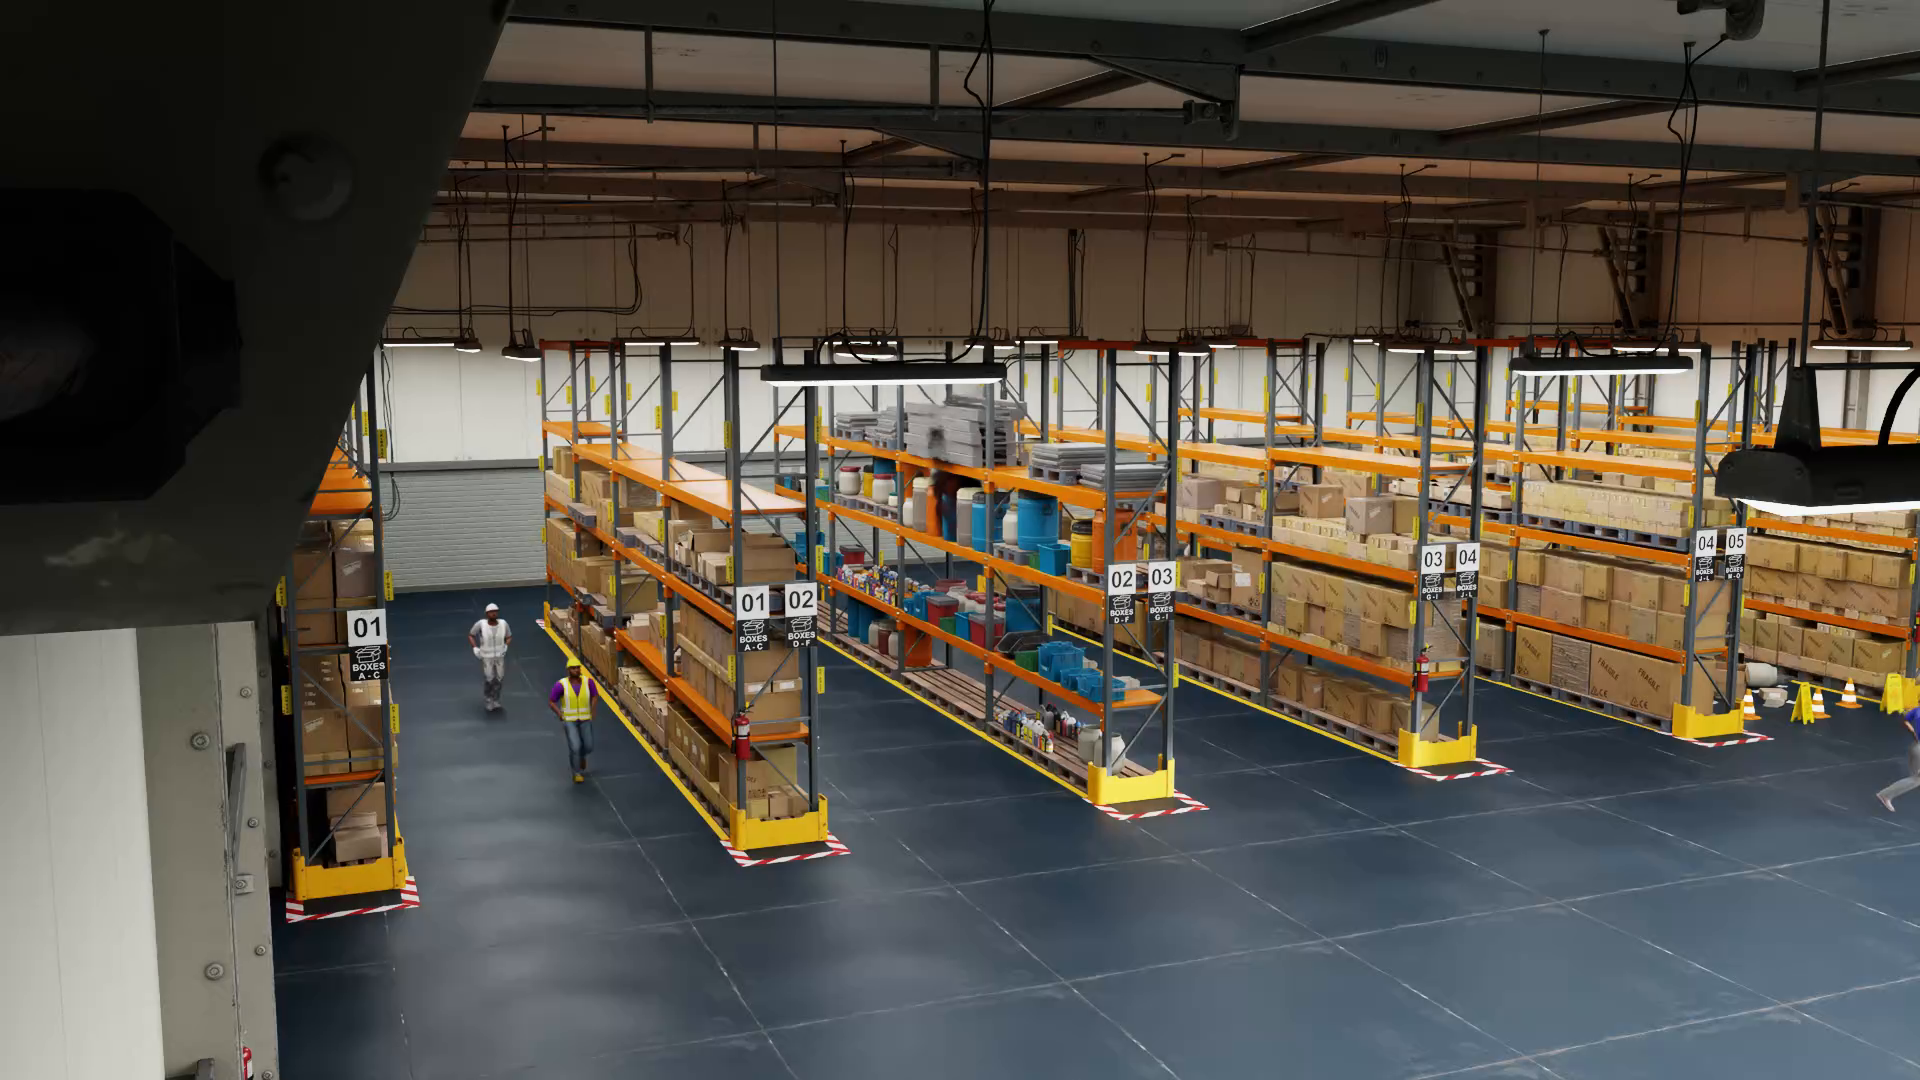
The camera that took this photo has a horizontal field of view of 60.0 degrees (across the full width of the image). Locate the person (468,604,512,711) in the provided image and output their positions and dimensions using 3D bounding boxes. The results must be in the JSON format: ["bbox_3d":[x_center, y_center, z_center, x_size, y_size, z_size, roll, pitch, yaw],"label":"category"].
[{"bbox_3d":[-7.643,1.934,27.223,0.669,1.785,0.566,-4,9,-30],"label":"person"}]

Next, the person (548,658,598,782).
[{"bbox_3d":[-5.344,2.484,23.100,0.697,1.714,0.609,-4,8,-25],"label":"person"}]

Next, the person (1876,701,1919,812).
[{"bbox_3d":[12.293,2.791,21.362,0.935,1.588,0.588,2,8,17],"label":"person"}]

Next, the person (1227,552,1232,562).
[{"bbox_3d":[6.844,0.125,41.187,0.701,1.716,0.705,6,10,41],"label":"person"}]

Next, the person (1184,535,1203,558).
[{"bbox_3d":[5.204,0.673,37.169,0.577,1.684,0.968,-3,8,-23],"label":"person"}]
